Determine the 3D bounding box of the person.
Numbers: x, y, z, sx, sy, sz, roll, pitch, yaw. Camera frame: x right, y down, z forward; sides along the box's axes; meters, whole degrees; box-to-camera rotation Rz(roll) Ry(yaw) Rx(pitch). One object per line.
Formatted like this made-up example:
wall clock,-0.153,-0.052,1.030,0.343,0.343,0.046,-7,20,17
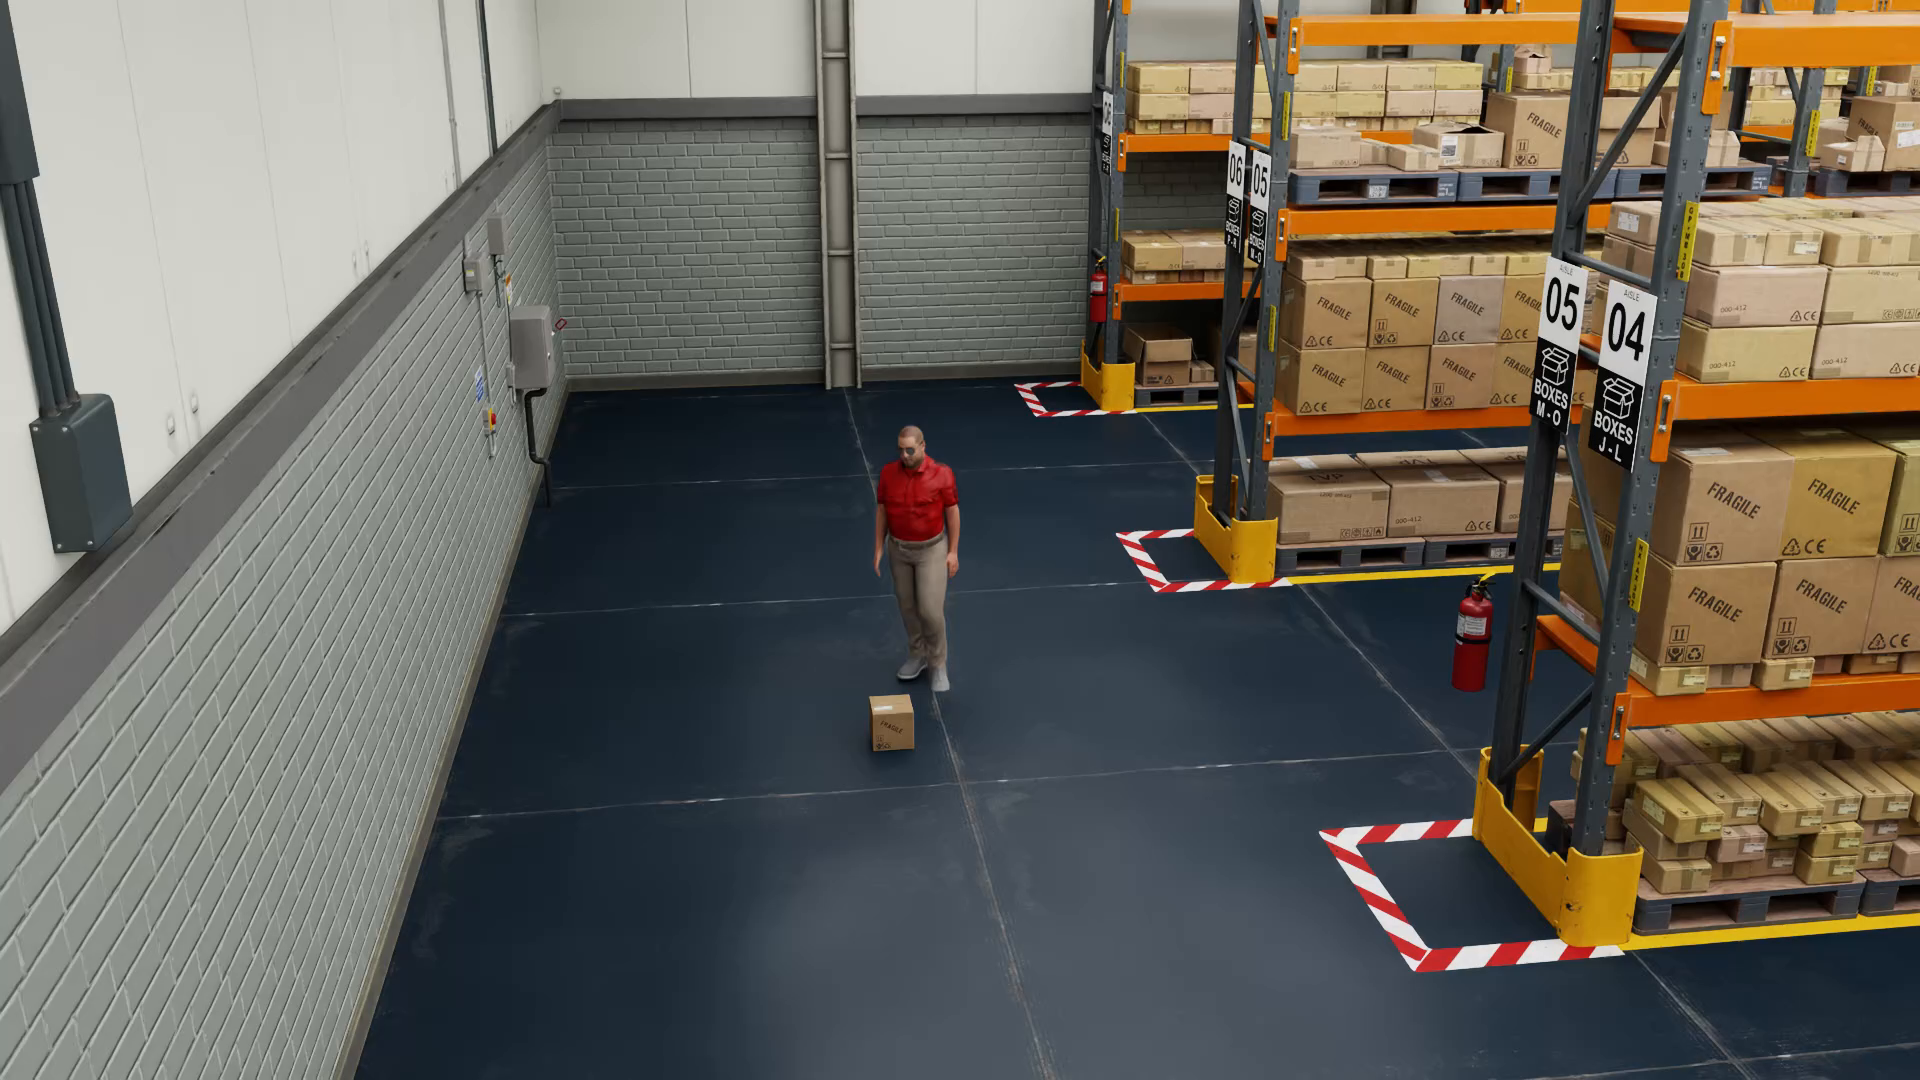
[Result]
person,-0.285,0.123,10.822,0.558,1.797,0.372,8,22,22
